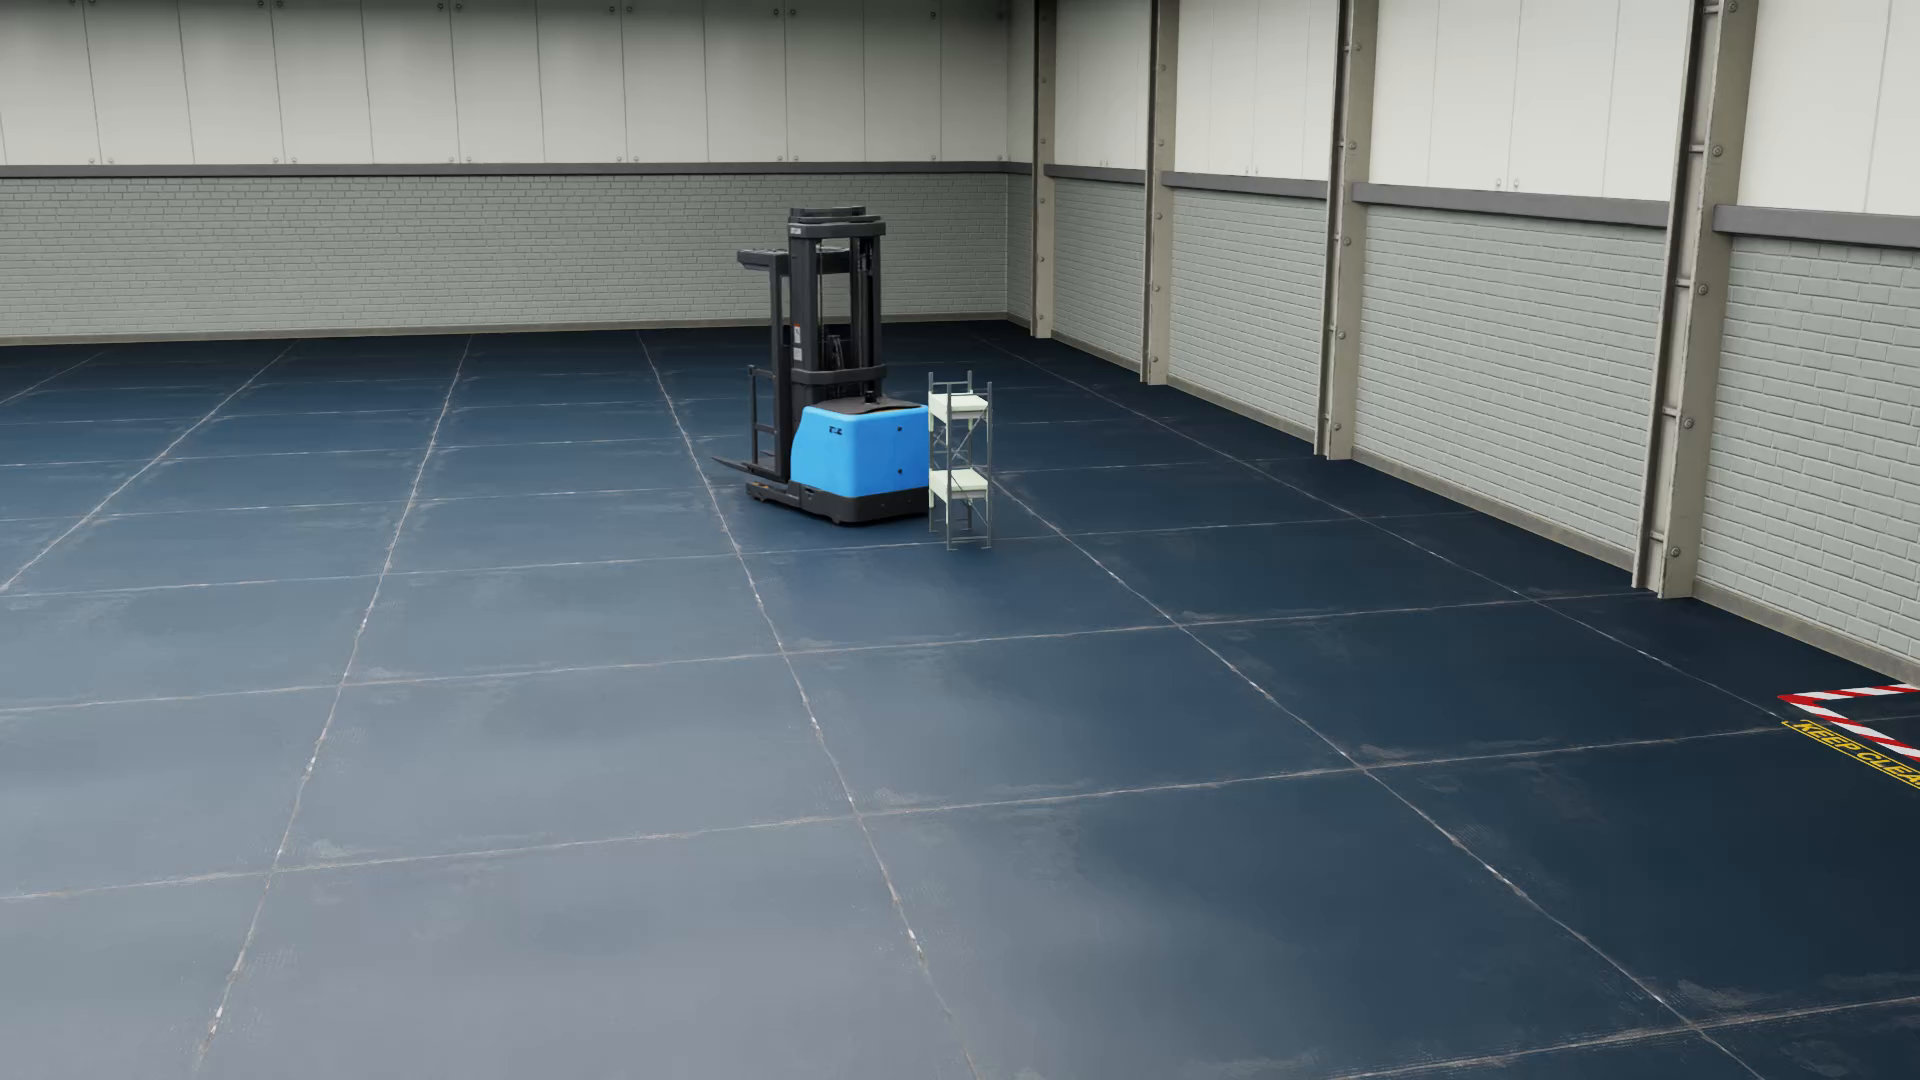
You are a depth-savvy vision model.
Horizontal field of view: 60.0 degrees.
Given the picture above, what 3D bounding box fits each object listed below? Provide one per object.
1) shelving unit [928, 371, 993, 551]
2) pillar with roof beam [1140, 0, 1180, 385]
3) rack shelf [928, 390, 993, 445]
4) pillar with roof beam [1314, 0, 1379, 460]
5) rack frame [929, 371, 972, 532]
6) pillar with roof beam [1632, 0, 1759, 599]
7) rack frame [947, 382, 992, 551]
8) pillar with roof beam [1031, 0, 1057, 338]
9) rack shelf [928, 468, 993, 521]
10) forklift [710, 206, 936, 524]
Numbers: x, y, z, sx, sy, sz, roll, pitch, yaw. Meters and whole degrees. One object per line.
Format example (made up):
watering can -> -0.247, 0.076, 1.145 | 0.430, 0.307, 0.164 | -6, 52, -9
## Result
shelving unit -> -0.002, -0.730, 15.078 | 0.431, 1.500, 0.755 | -3, 14, -13
pillar with roof beam -> -1.279, -6.483, 22.826 | 9.100, 9.000, 0.400 | -3, 14, -13
rack shelf -> -0.002, -1.109, 14.986 | 0.431, 0.370, 0.720 | -3, 14, -13
pillar with roof beam -> 0.131, -5.099, 17.161 | 9.100, 9.000, 0.400 | -3, 14, -13
rack frame -> -0.088, -0.815, 15.424 | 0.400, 1.500, 0.023 | -3, 14, -13
pillar with roof beam -> 1.540, -3.715, 11.495 | 9.100, 9.000, 0.400 | -3, 14, -13
rack frame -> 0.084, -0.646, 14.733 | 0.400, 1.500, 0.023 | -3, 14, -13
pillar with roof beam -> -2.688, -7.868, 28.492 | 9.100, 9.000, 0.400 | -3, 14, -13
rack shelf -> -0.002, -0.413, 15.156 | 0.431, 0.370, 0.720 | -3, 14, -13
forklift -> -1.527, -1.870, 16.729 | 1.130, 2.935, 3.031 | -10, 17, -36
